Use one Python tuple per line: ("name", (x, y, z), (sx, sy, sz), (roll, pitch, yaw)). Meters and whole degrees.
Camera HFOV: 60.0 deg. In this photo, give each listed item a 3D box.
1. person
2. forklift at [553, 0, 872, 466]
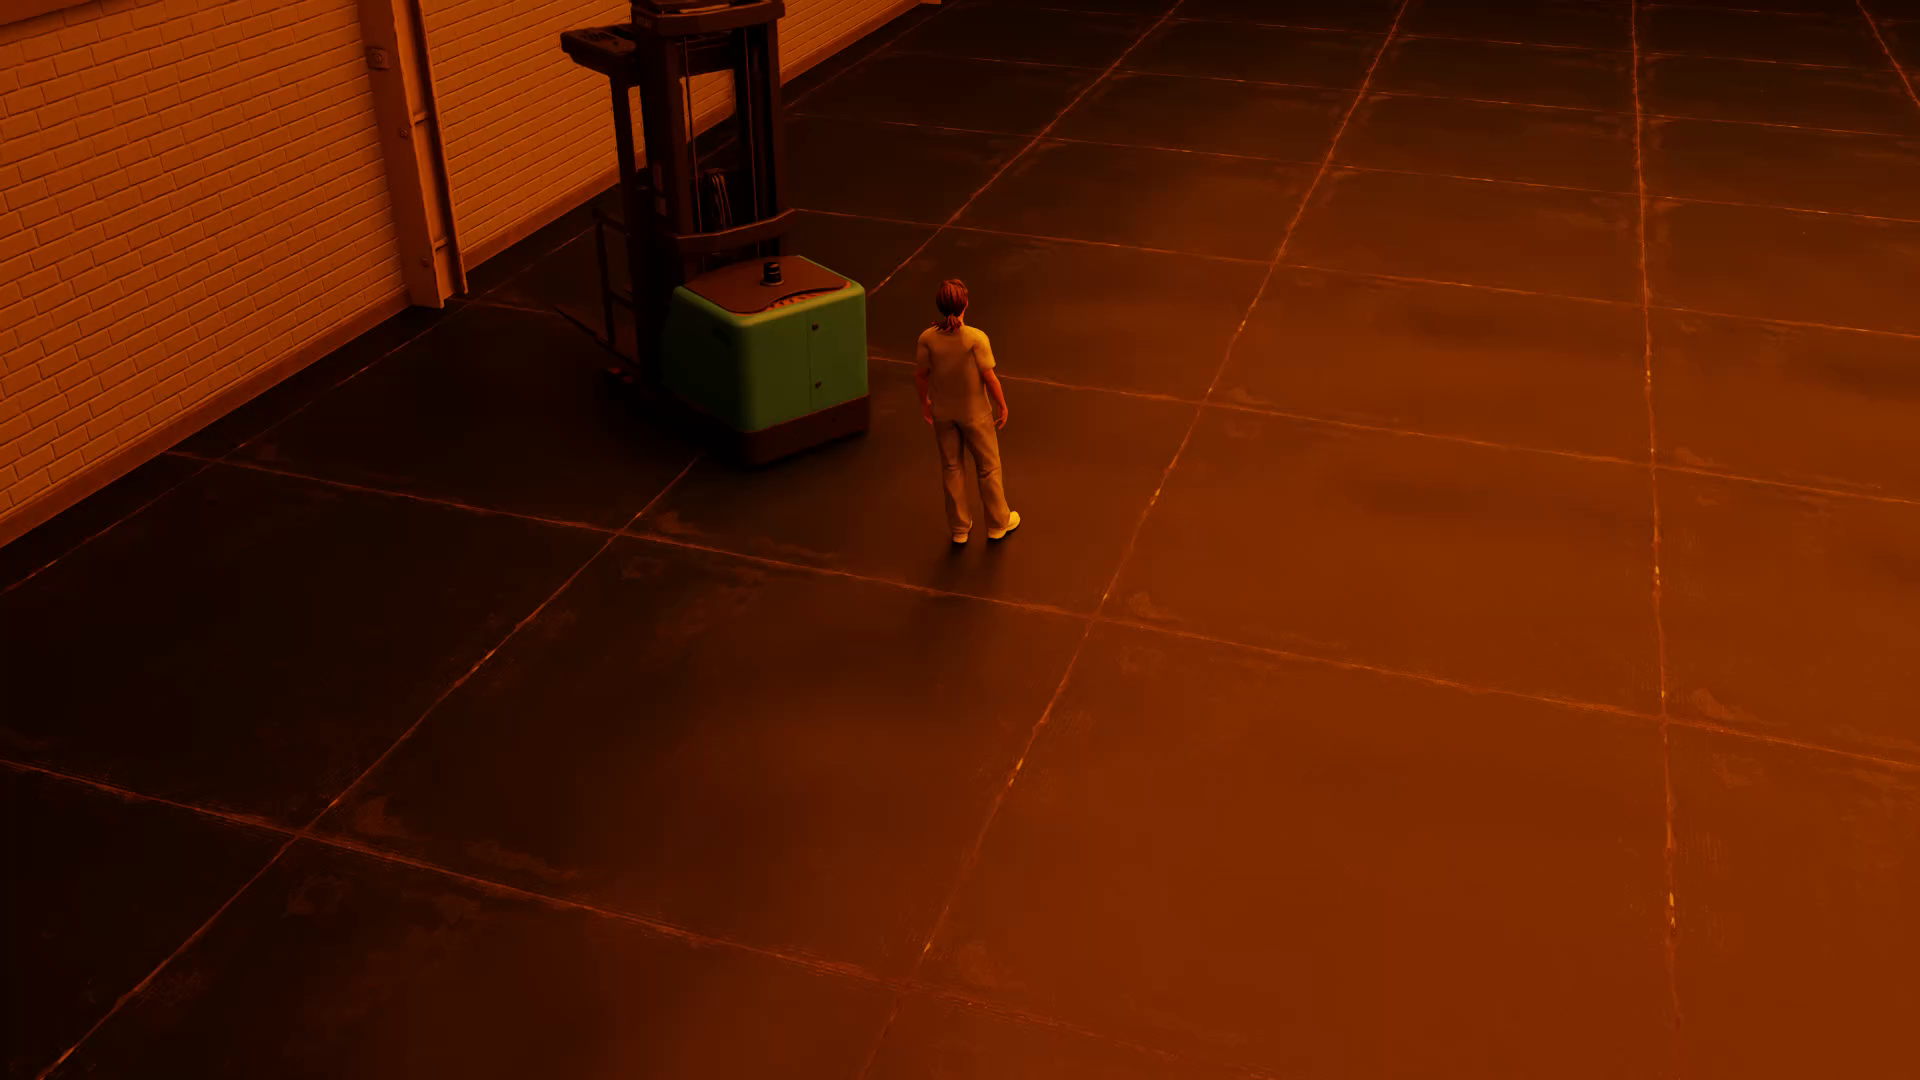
("person", (0.037, -0.767, 9.734), (0.549, 1.674, 0.548), (10, 31, 16))
("forklift", (-1.924, -2.417, 11.376), (1.130, 2.935, 3.031), (-22, 36, -33))
